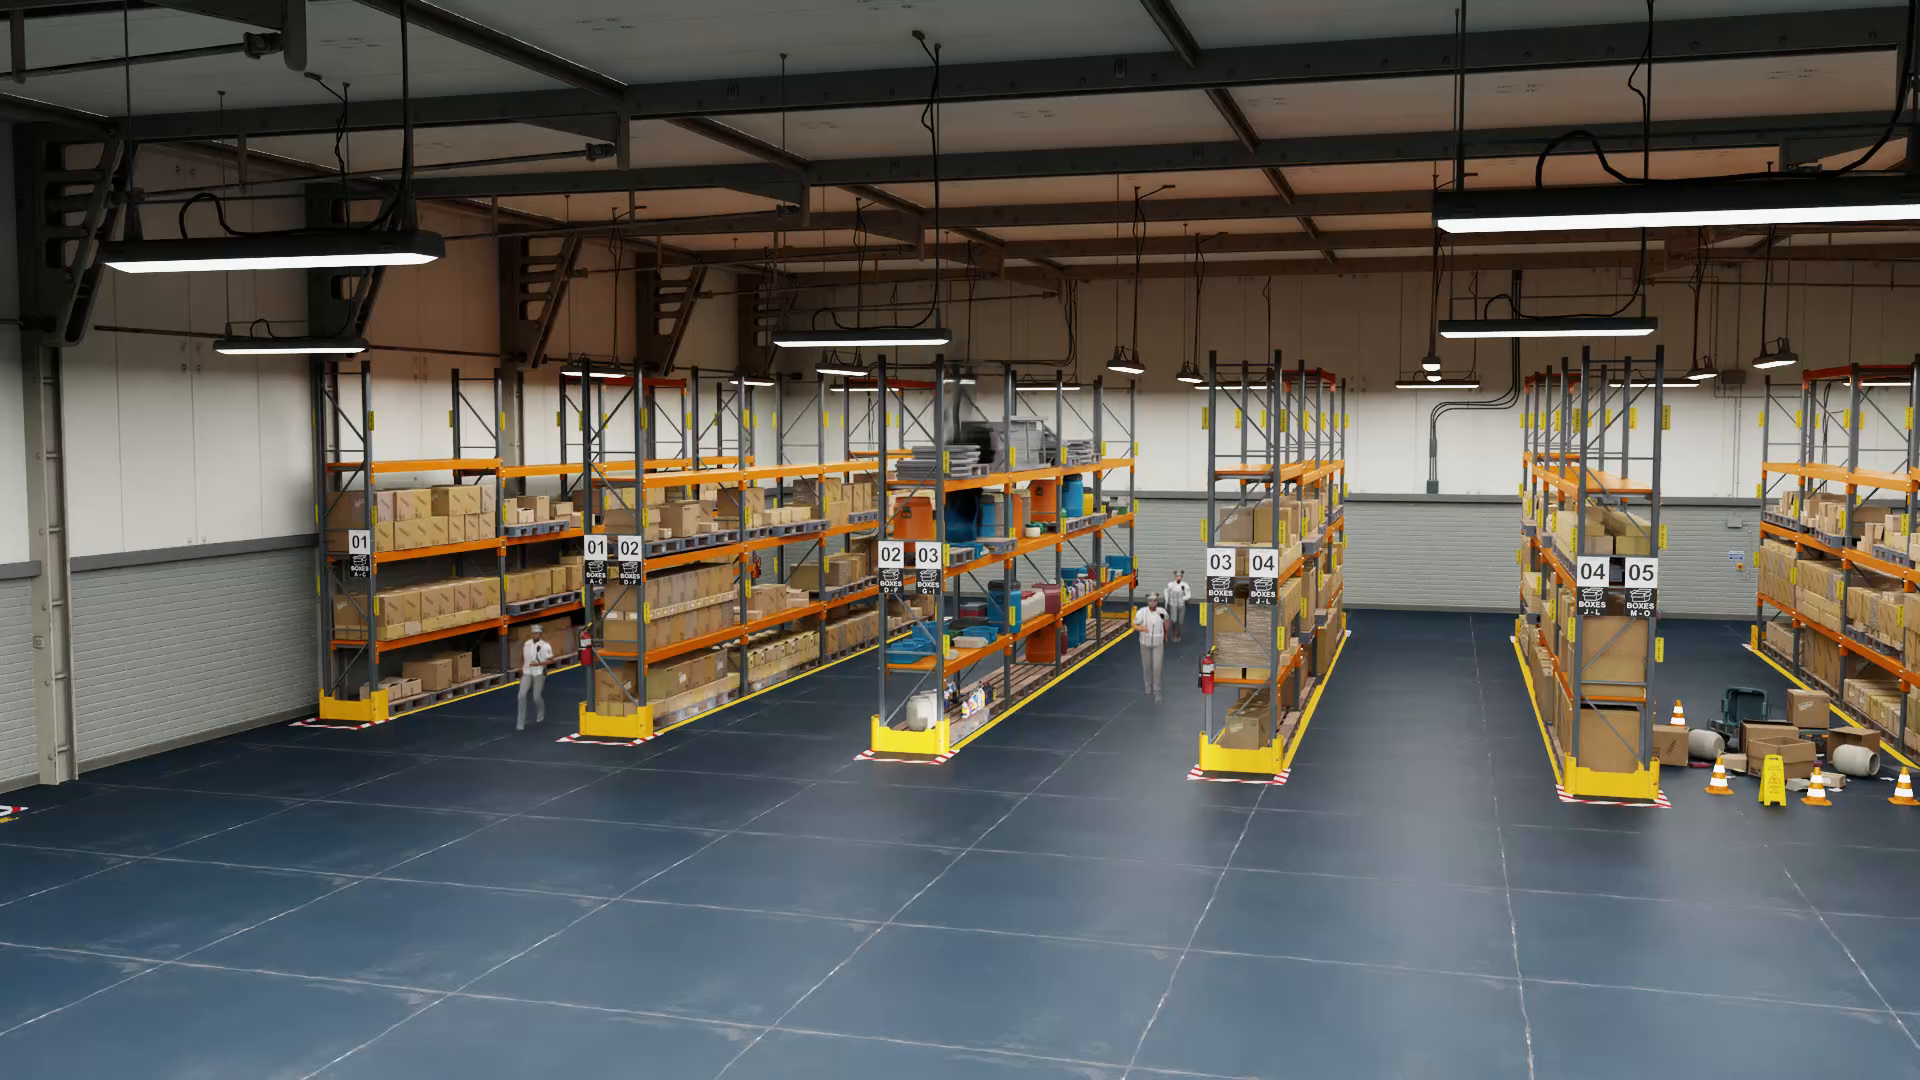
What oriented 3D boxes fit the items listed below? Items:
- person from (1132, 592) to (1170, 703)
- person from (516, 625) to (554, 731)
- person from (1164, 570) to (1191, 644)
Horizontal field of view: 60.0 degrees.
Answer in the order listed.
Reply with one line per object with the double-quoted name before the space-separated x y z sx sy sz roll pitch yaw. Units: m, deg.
"person" 3.271 1.805 28.456 0.642 1.865 0.780 0 4 6
"person" -6.938 2.230 27.246 0.632 1.729 0.851 1 4 9
"person" 4.879 1.497 37.311 0.570 1.679 0.747 0 4 4
